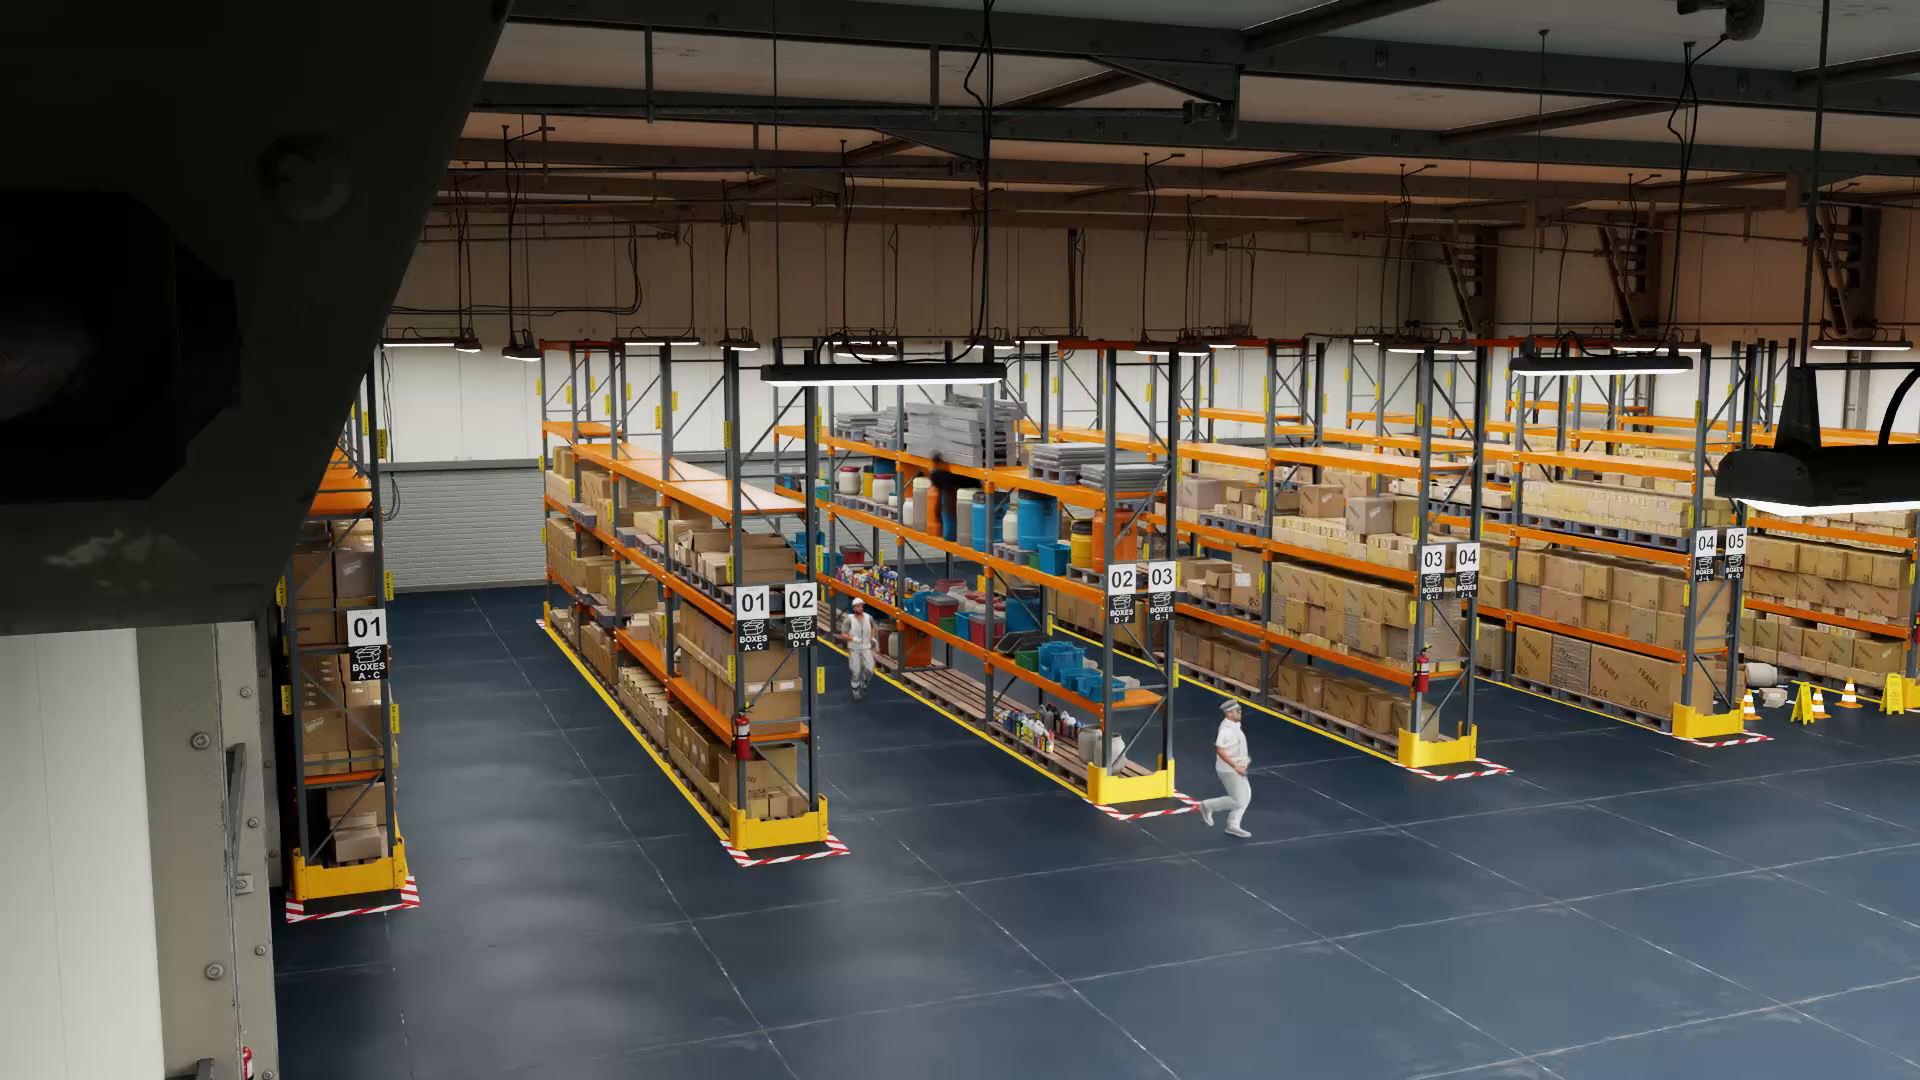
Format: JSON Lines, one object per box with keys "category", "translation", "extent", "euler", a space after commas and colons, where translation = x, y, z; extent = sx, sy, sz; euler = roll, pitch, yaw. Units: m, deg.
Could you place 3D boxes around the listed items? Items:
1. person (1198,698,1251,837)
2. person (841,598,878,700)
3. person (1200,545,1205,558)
{"category": "person", "translation": [3.303, 2.810, 20.608], "extent": [0.647, 1.751, 0.671], "euler": [2, 8, 15]}
{"category": "person", "translation": [-1.659, 1.838, 27.833], "extent": [0.643, 1.744, 0.618], "euler": [-2, 8, -18]}
{"category": "person", "translation": [6.037, 0.081, 41.855], "extent": [0.922, 1.709, 0.597], "euler": [-4, 9, -29]}
